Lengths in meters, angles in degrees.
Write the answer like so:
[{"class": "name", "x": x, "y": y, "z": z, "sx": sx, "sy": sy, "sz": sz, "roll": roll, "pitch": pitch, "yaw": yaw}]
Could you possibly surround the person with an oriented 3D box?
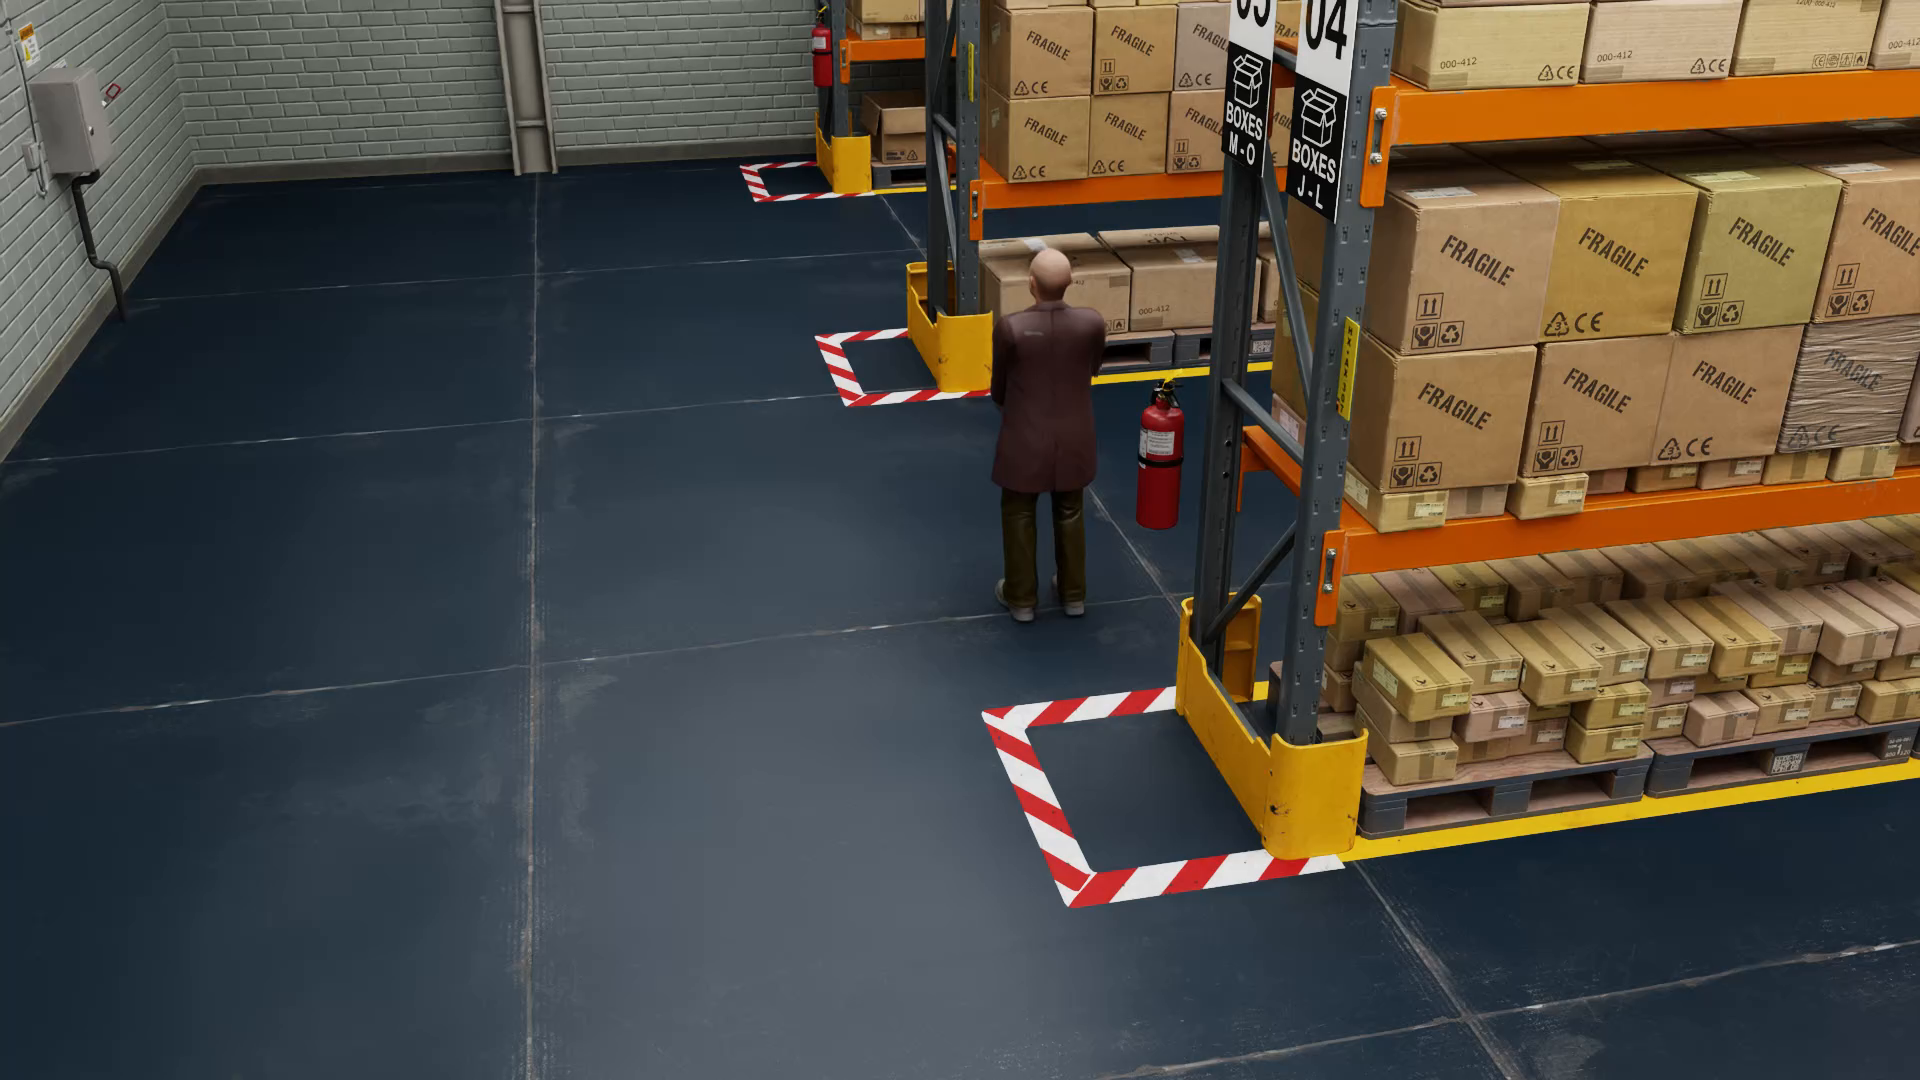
[{"class": "person", "x": 0.370, "y": -0.479, "z": 7.598, "sx": 0.646, "sy": 1.772, "sz": 0.429, "roll": -7, "pitch": 27, "yaw": -15}]
